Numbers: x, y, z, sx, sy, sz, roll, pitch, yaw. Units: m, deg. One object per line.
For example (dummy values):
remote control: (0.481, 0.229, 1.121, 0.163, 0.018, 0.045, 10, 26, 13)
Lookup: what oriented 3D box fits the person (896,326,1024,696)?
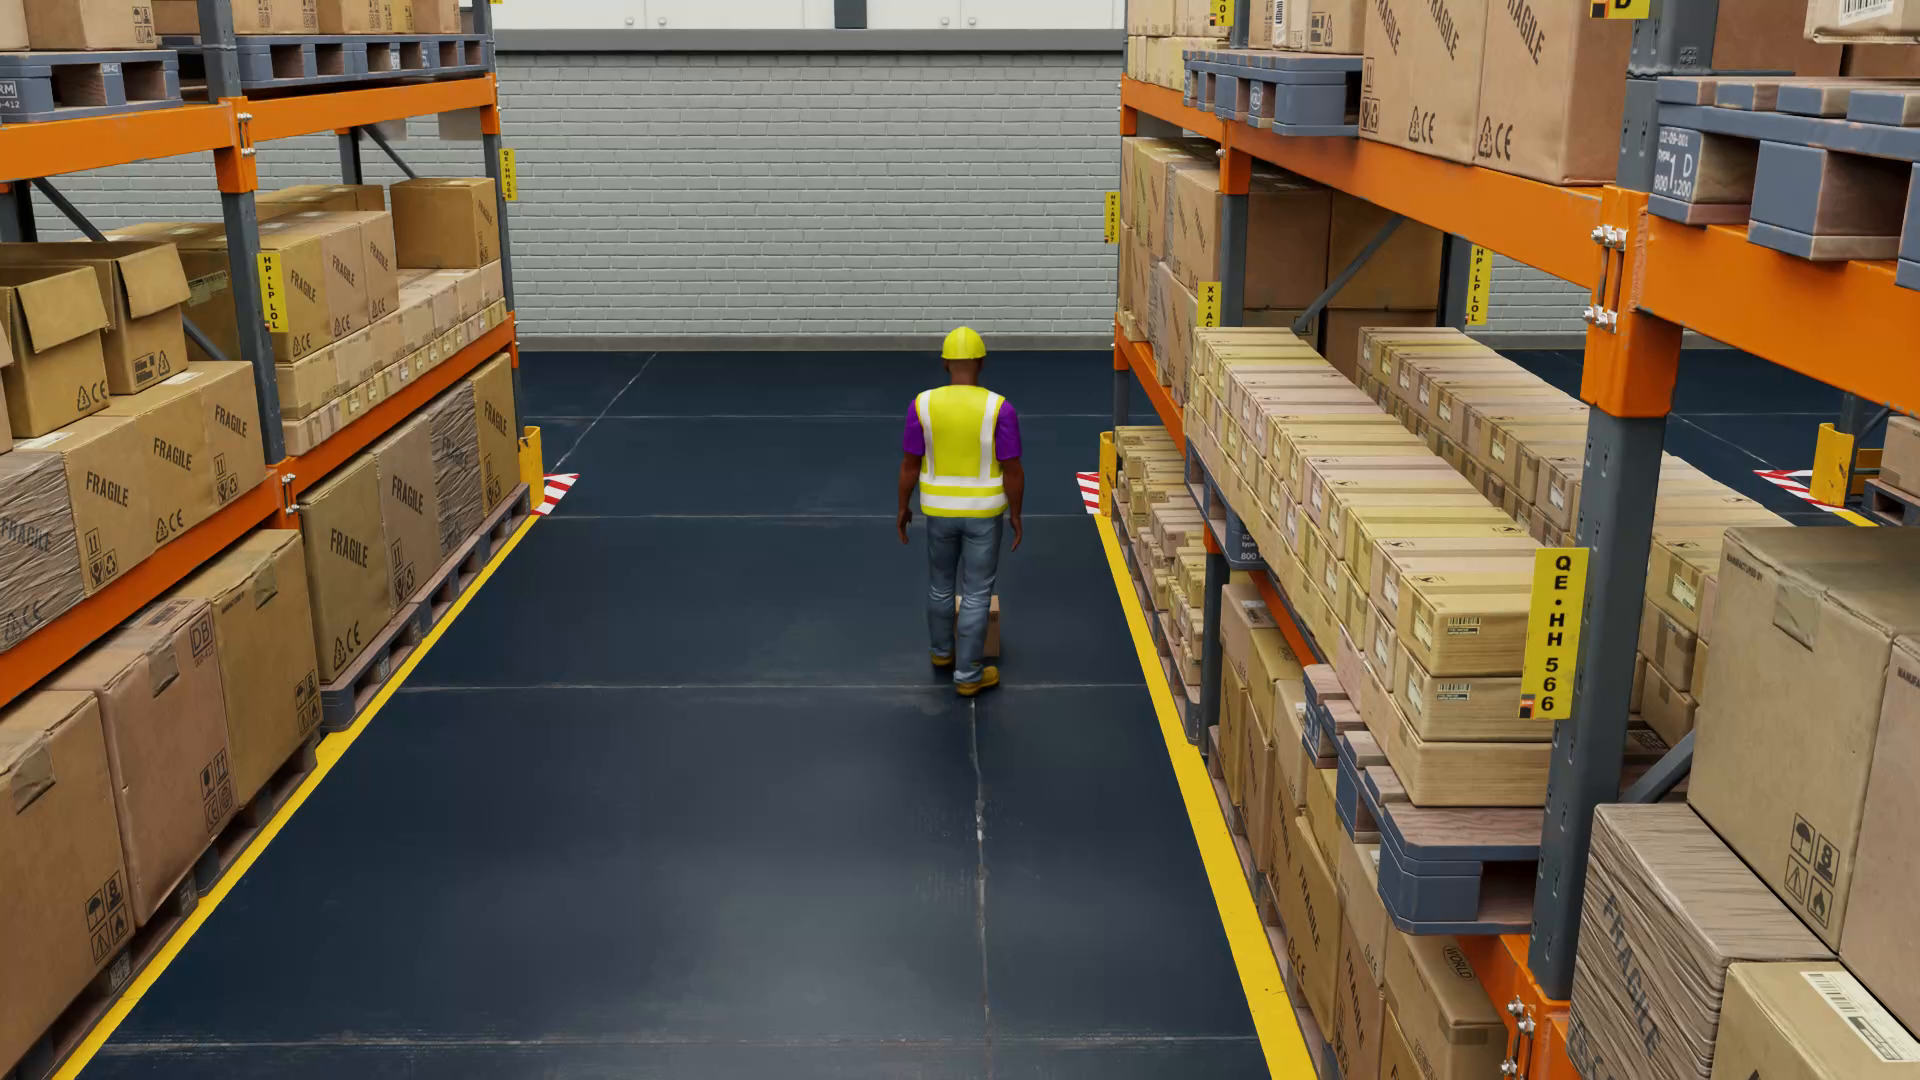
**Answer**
person: (0.036, -0.178, 8.046, 0.621, 1.760, 0.643, 4, 17, 13)
